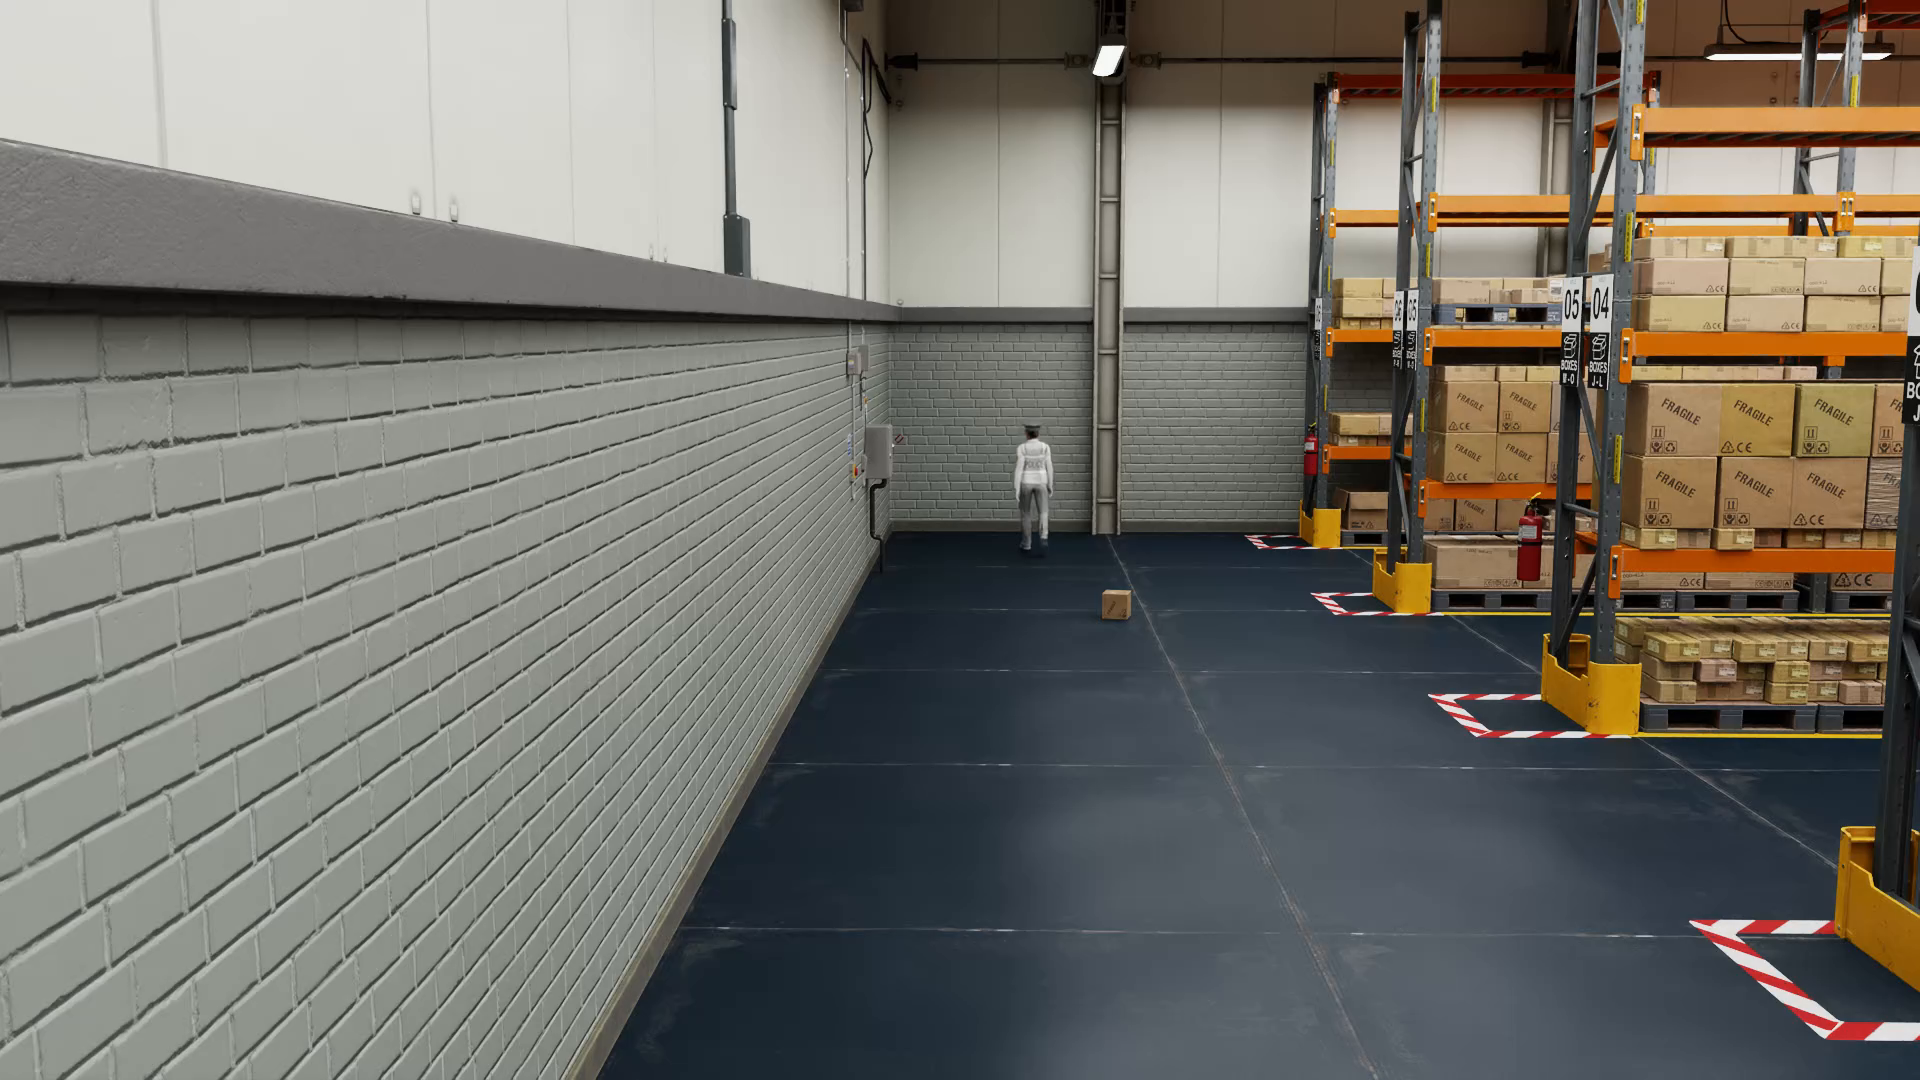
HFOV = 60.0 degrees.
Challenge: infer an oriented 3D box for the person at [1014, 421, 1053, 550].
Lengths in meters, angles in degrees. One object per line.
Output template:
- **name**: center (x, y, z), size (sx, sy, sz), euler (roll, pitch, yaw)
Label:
- **person**: center (0.927, -0.671, 20.910), size (0.499, 1.637, 0.834), euler (0, 7, -3)
